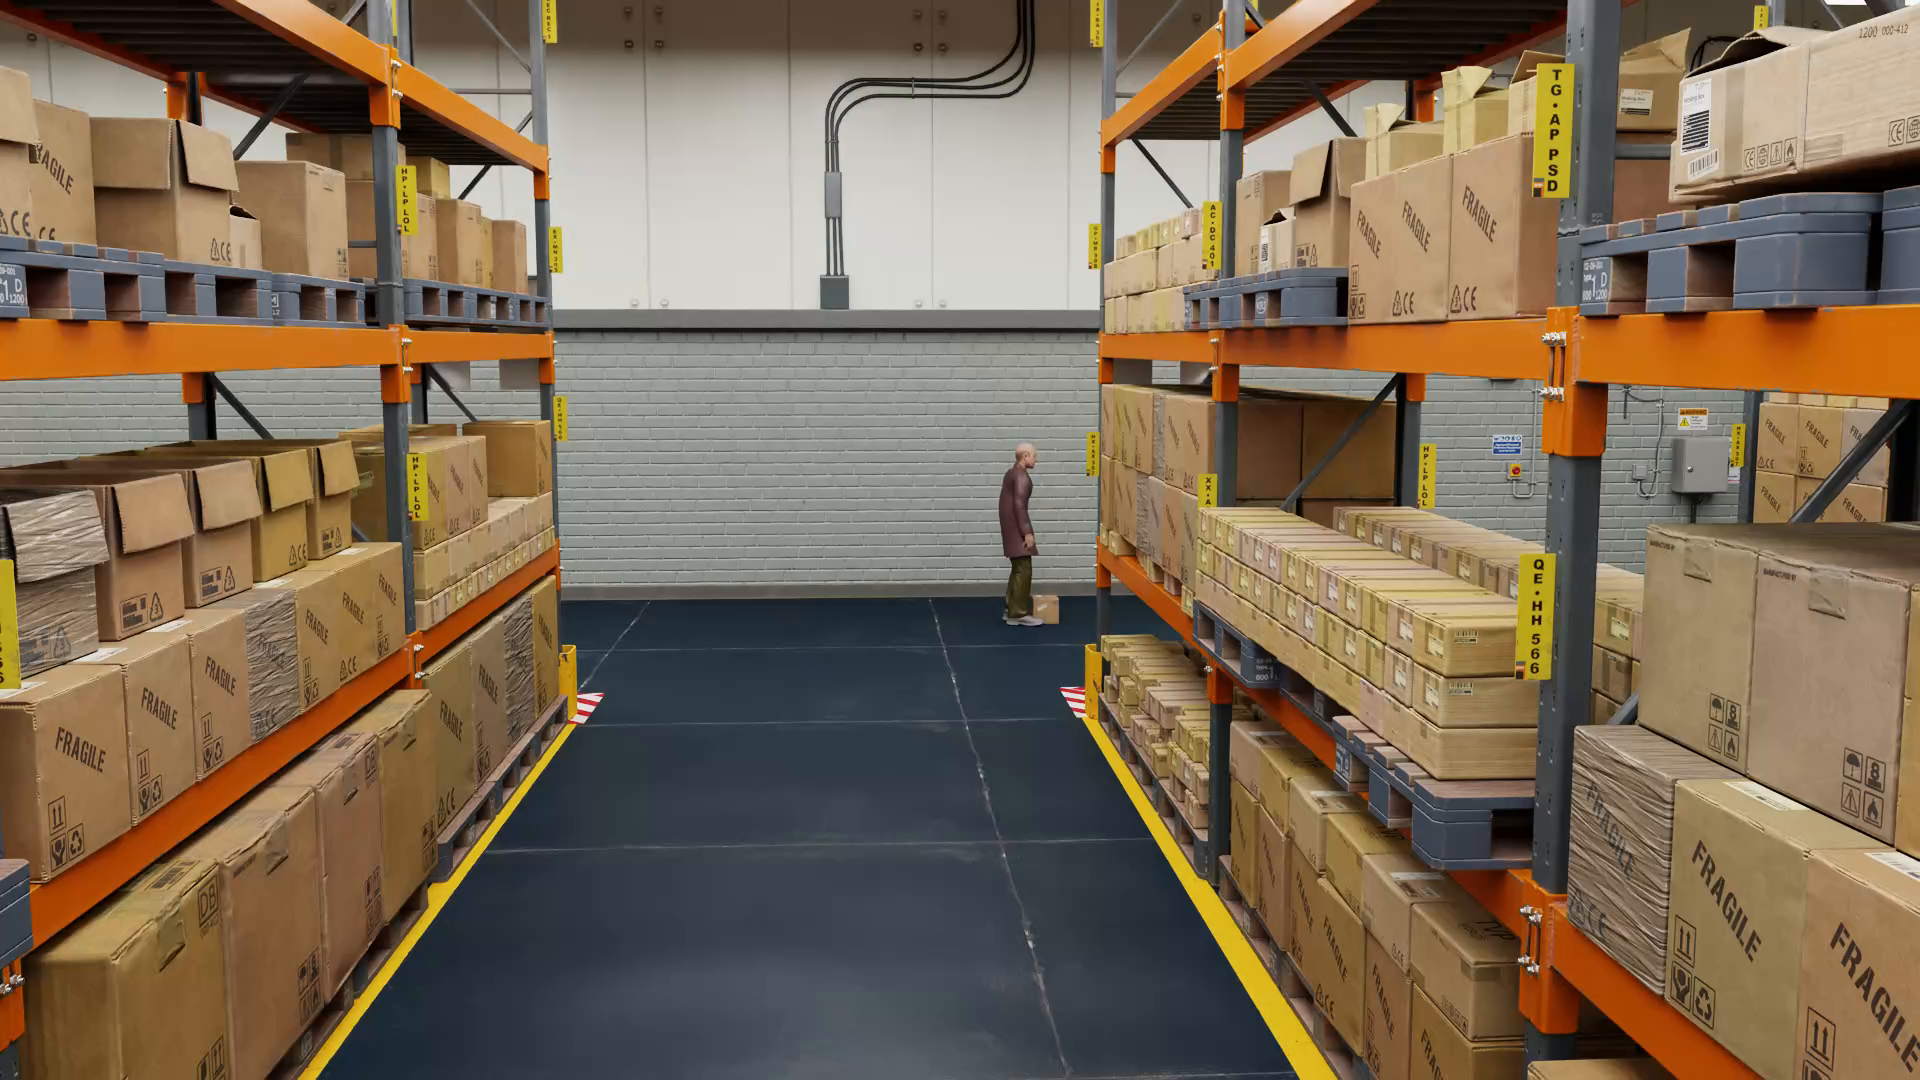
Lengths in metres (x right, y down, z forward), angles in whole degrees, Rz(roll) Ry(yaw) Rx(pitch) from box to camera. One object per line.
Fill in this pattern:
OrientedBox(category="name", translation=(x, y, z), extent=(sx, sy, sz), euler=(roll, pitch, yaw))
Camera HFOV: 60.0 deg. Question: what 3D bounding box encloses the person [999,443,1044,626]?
OrientedBox(category="person", translation=(0.593, -0.068, 16.377), extent=(0.416, 1.774, 0.655), euler=(-1, 7, -5))
